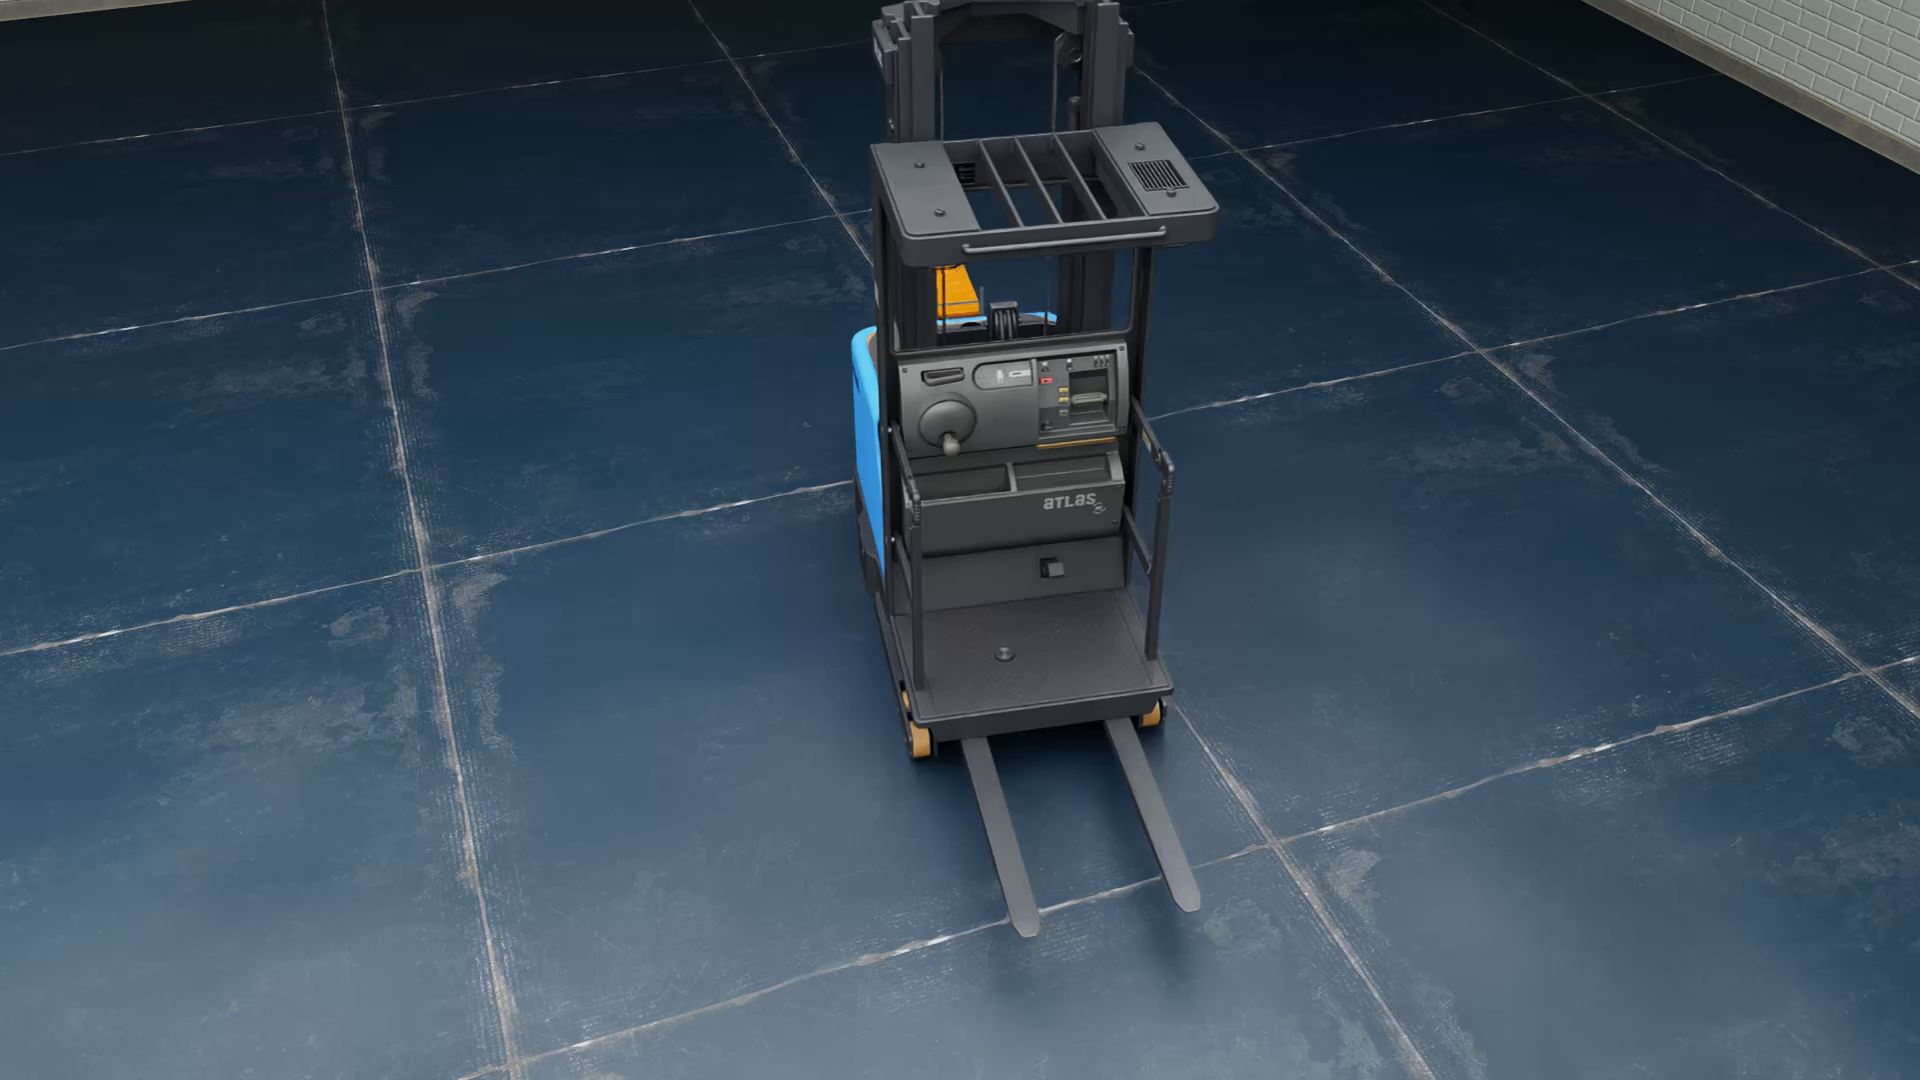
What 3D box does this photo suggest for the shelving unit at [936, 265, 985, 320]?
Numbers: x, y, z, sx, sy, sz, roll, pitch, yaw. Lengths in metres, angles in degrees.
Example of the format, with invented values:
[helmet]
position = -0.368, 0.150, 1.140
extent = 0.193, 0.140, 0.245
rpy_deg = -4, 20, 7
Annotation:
[shelving unit]
position = -0.055, -0.856, 8.389
extent = 0.258, 1.200, 0.503
rpy_deg = -7, 38, -9

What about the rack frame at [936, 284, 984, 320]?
[rack frame]
position = -0.008, -0.712, 8.198
extent = 0.240, 1.200, 0.015
rpy_deg = -7, 38, -9

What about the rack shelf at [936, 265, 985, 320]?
[rack shelf]
position = -0.055, -1.170, 8.152
extent = 0.258, 0.148, 0.480
rpy_deg = -7, 38, -9

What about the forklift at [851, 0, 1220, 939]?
[forklift]
position = 0.263, -0.493, 6.469
extent = 1.130, 2.935, 3.031
rpy_deg = -7, 38, -9
